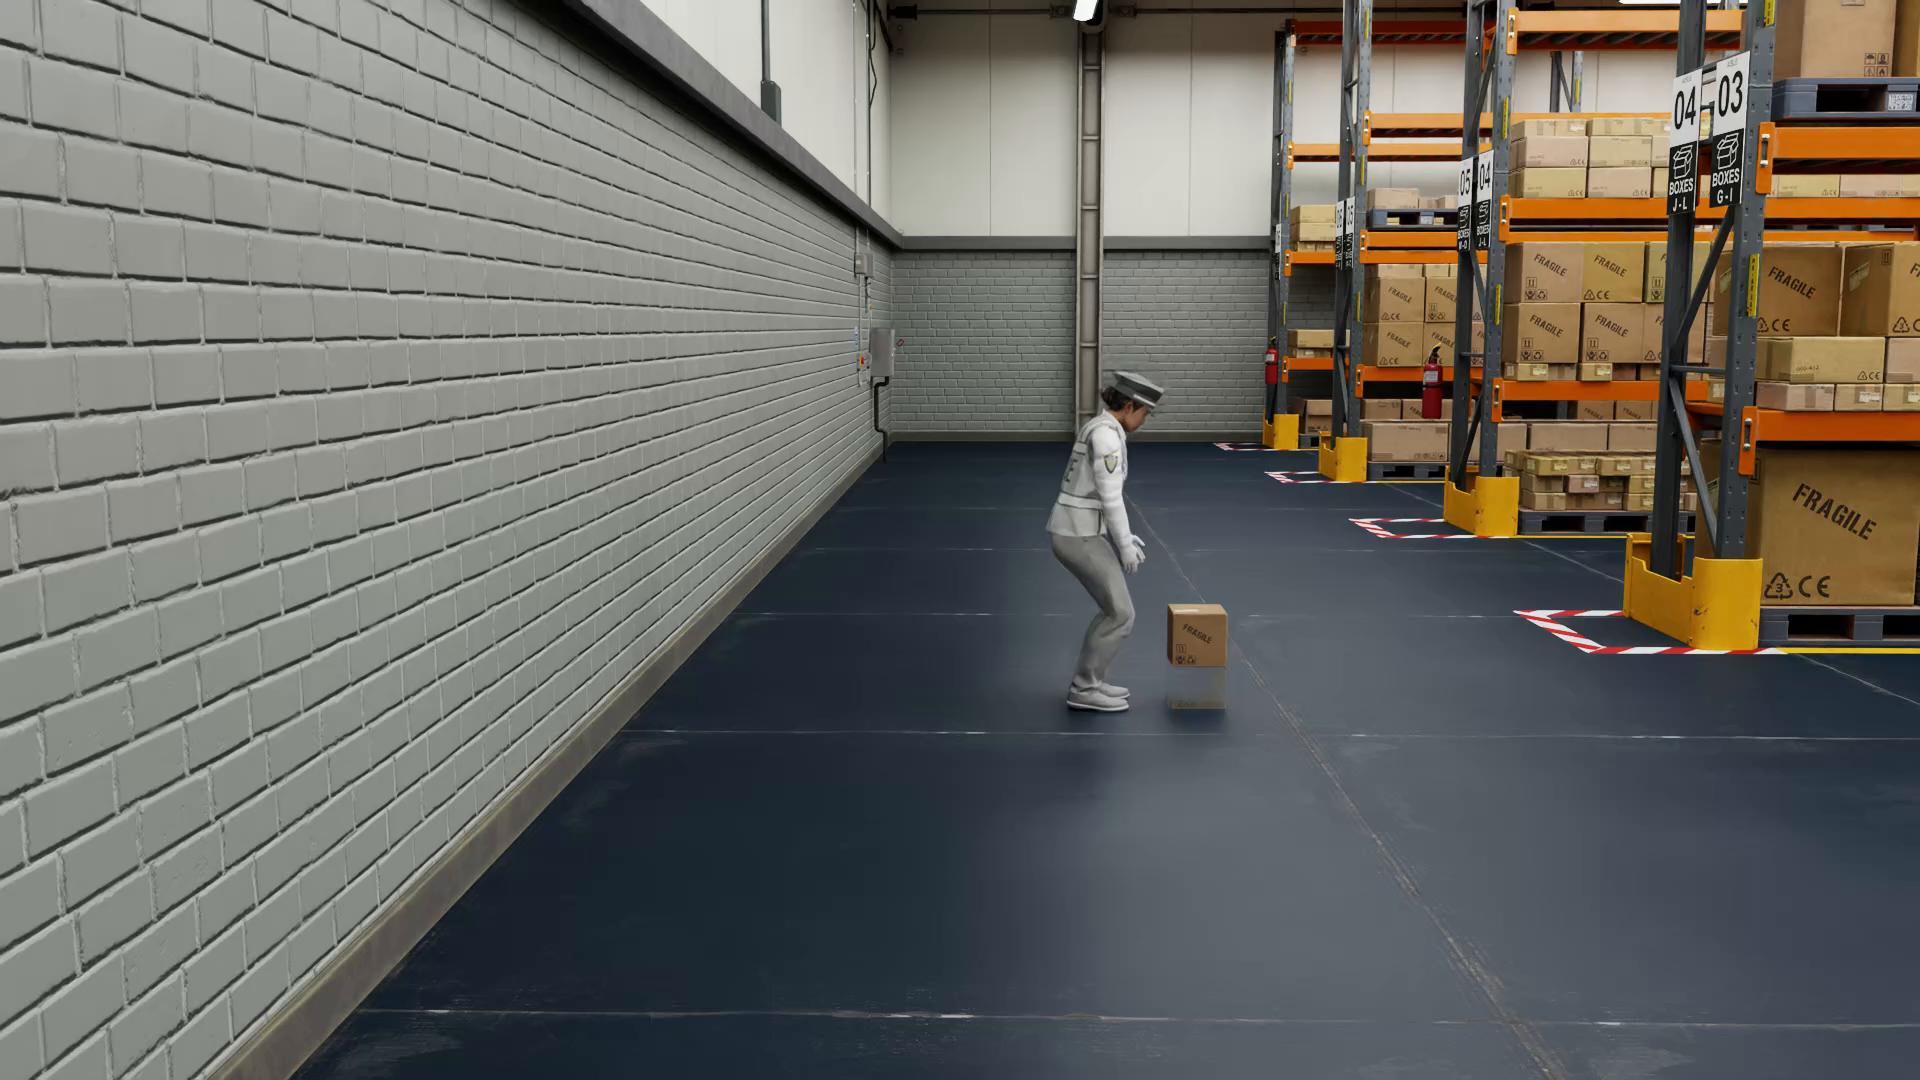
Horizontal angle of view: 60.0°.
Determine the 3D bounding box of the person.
[{"bbox_3d":[0.672,-0.001,7.742,0.548,1.559,0.520,0,7,2],"label":"person"}]
